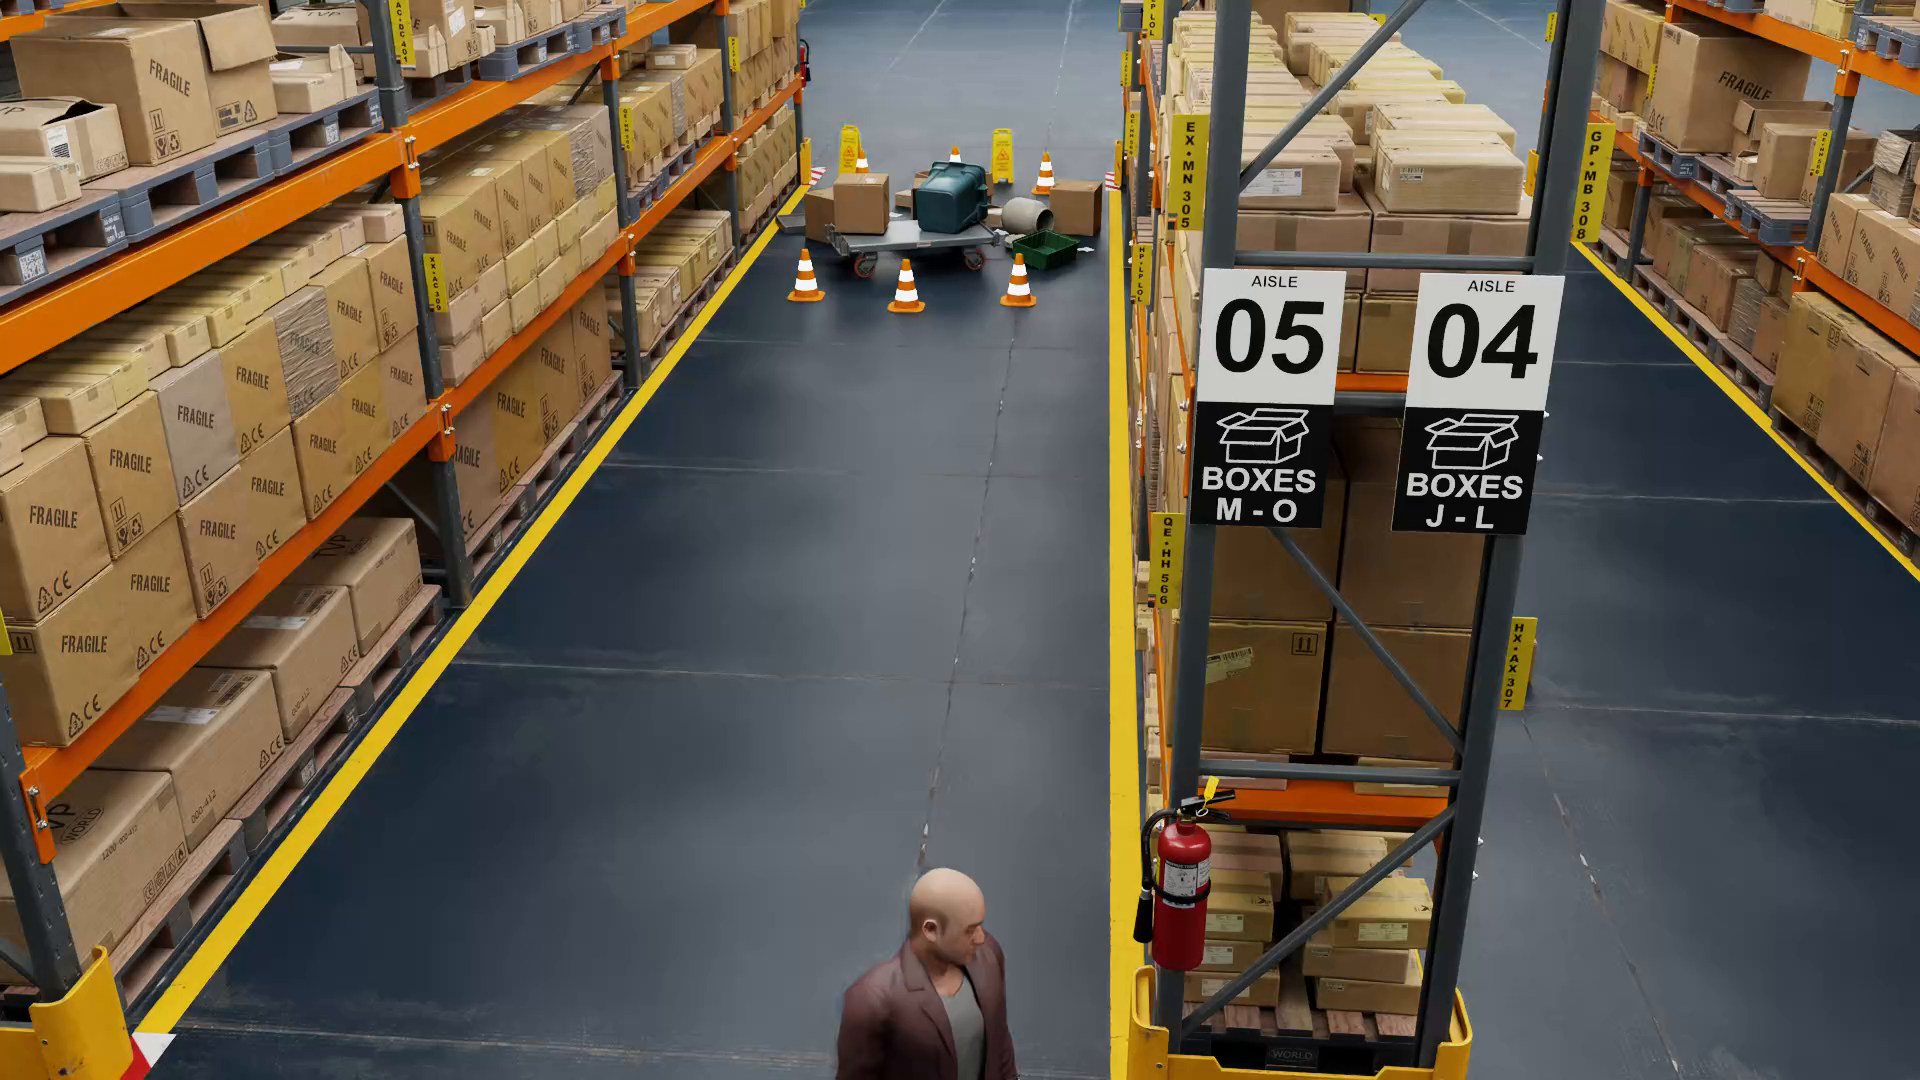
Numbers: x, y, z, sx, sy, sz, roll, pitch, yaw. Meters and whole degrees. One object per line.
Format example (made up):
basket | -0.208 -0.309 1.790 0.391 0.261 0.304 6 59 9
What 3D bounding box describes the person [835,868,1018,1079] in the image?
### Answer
person | -0.084 1.710 4.761 0.638 1.761 0.561 -18 30 -34
